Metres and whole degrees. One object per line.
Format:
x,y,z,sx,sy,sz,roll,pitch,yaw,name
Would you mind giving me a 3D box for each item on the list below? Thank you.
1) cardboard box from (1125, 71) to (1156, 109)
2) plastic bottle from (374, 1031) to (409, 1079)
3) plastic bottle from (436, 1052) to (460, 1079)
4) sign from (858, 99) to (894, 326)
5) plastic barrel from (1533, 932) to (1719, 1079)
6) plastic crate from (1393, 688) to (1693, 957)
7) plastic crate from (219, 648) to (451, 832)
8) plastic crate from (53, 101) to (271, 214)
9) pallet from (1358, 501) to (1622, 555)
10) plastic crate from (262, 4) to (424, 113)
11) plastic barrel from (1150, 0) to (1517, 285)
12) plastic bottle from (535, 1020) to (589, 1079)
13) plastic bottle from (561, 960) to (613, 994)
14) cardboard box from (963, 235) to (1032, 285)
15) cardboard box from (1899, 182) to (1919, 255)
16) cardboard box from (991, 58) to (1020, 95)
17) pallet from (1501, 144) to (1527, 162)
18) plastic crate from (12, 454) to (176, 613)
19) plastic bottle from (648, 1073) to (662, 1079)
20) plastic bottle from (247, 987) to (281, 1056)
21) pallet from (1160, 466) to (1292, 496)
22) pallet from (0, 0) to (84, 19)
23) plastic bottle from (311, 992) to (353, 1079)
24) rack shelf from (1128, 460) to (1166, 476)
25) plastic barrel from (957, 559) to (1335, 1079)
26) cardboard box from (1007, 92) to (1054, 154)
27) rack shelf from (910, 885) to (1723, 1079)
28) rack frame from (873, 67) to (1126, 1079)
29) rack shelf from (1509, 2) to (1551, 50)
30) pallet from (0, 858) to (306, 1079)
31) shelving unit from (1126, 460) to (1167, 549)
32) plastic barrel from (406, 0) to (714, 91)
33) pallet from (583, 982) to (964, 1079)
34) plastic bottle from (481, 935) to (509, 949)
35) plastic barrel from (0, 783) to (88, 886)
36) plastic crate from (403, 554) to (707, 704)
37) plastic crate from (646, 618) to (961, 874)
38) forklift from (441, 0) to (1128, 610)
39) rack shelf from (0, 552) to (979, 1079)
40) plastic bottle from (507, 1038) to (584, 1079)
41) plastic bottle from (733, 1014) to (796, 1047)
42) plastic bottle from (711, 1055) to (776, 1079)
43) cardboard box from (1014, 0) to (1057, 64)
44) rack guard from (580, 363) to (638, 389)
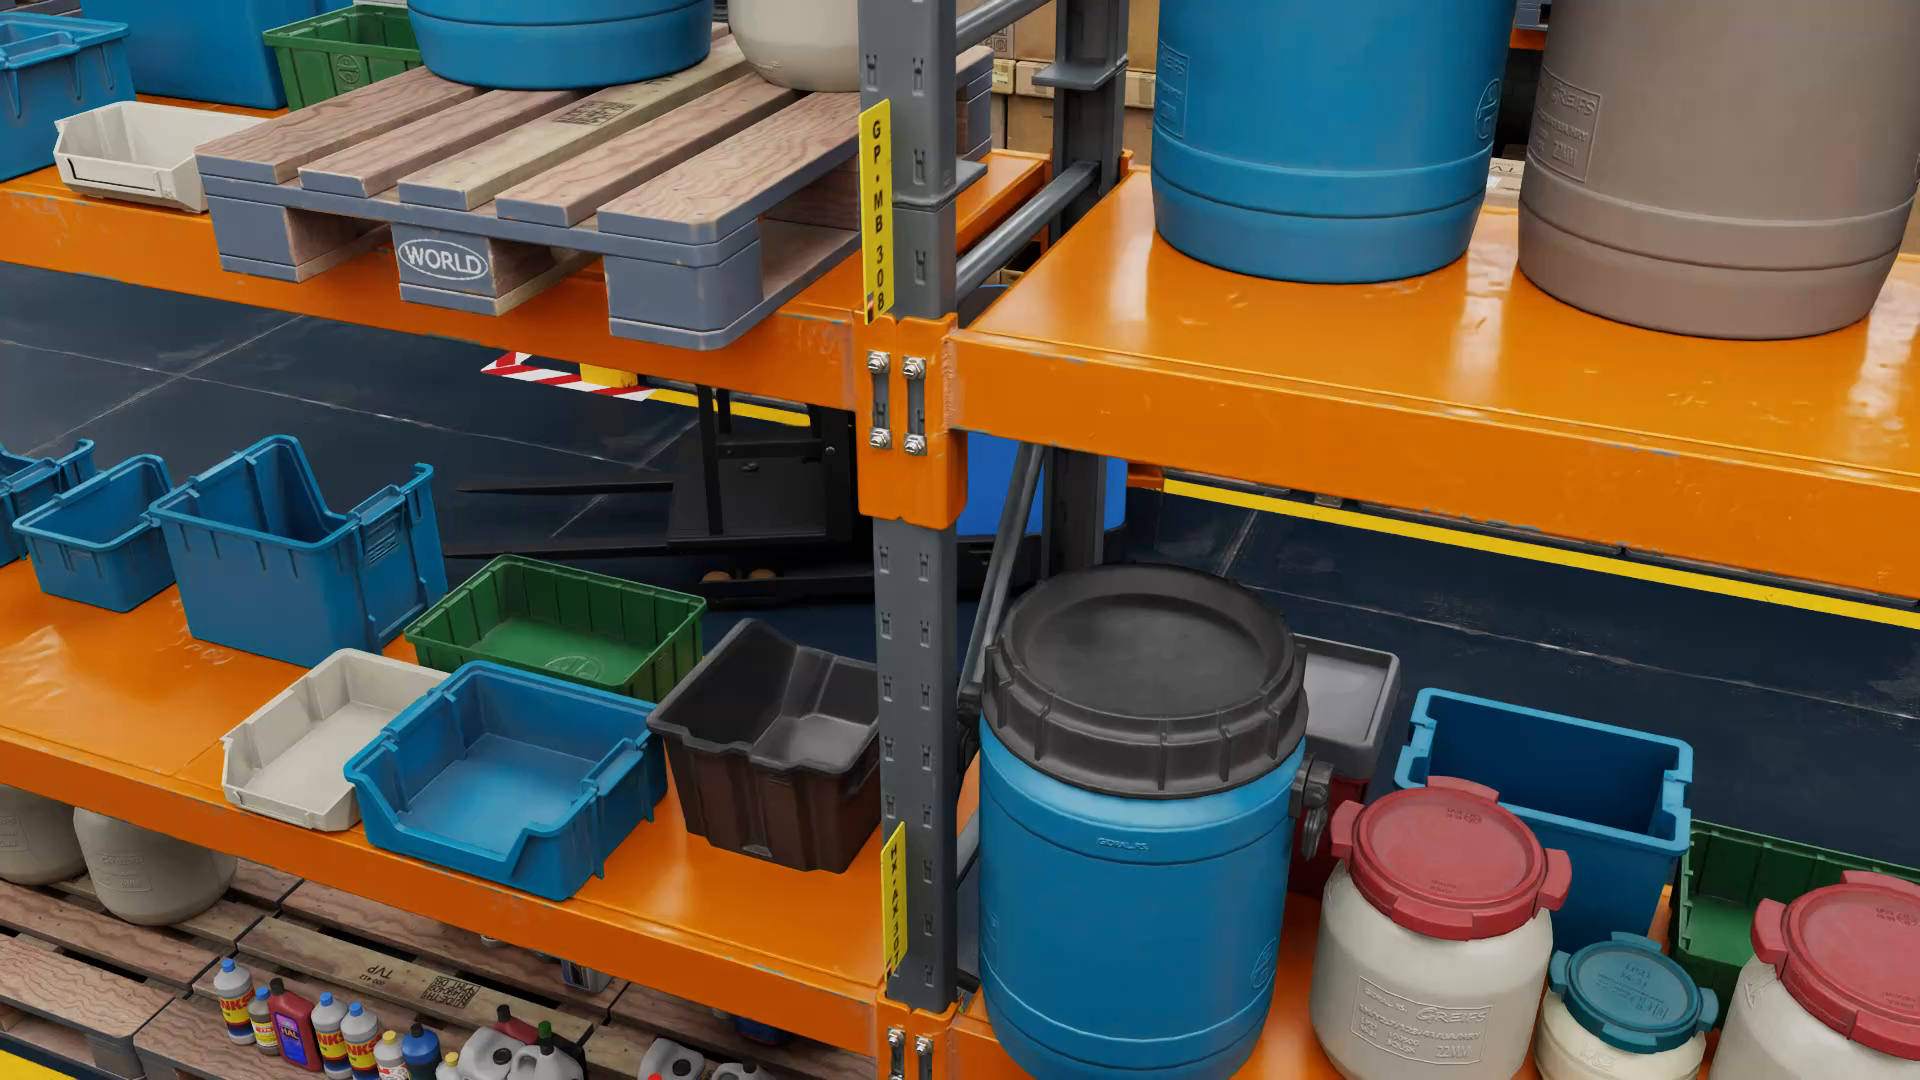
0.909,-2.111,7.675,0.250,0.149,0.380,11,31,19,cardboard box
-1.550,1.432,4.565,0.097,0.201,0.097,0,29,0,plastic bottle
-1.360,1.470,4.497,0.097,0.201,0.097,0,29,0,plastic bottle
-0.126,-0.493,2.517,0.005,0.325,0.100,11,31,19,sign
1.260,0.943,3.174,0.301,0.262,0.301,0,29,0,plastic barrel
1.231,0.637,3.591,0.575,0.384,0.392,11,31,19,plastic crate
-1.508,0.498,4.089,0.437,0.136,0.530,11,31,19,plastic crate
-1.548,-0.736,3.223,0.396,0.136,0.243,11,31,19,plastic crate
2.655,-0.358,8.168,1.213,0.211,1.003,11,31,19,pallet
-1.268,-1.062,3.747,0.450,0.188,0.336,11,31,19,plastic crate
0.644,-0.961,2.844,0.708,0.901,0.600,11,31,19,plastic barrel
-1.076,1.424,4.495,0.133,0.283,0.061,11,31,19,plastic bottle
-1.102,1.182,4.931,0.135,0.276,0.152,11,31,19,plastic bottle
0.053,-1.263,8.542,0.500,0.500,0.500,11,31,19,cardboard box
4.103,-1.297,6.894,0.500,0.500,0.500,10,31,16,cardboard box
0.202,-2.252,7.925,0.250,0.149,0.380,12,32,21,cardboard box
4.538,-2.592,12.122,1.213,0.211,1.003,11,31,19,pallet
-2.439,-0.029,4.903,0.408,0.251,0.499,11,31,19,plastic crate
-0.791,1.506,4.282,0.185,0.351,0.144,10,31,17,plastic bottle
-1.956,1.351,4.708,0.097,0.201,0.097,0,29,0,plastic bottle
1.236,-0.642,8.672,1.213,0.211,1.003,11,31,19,pallet
-2.885,-1.198,3.965,1.213,0.211,1.003,11,31,19,pallet
-1.734,1.365,4.613,0.097,0.271,0.097,0,29,0,plastic bottle
0.834,-0.400,7.561,0.180,0.103,0.258,3,29,-2,rack shelf
0.336,0.559,3.203,0.708,0.901,0.600,11,31,19,plastic barrel
0.589,-2.002,8.142,0.500,0.500,0.700,12,32,20,cardboard box
1.945,1.251,3.220,4.000,0.370,1.077,11,31,19,rack shelf
0.092,0.568,3.697,0.127,3.000,1.000,11,31,19,rack frame
5.670,-3.266,11.211,4.000,0.370,1.077,11,31,19,rack shelf
-2.776,1.187,5.435,1.213,0.211,1.003,11,31,19,pallet
0.845,-0.543,7.480,0.189,1.200,0.258,3,29,-2,shelving unit
-0.790,-1.372,3.145,0.708,0.901,0.600,11,31,19,plastic barrel
-0.515,1.638,4.637,1.213,0.211,1.003,11,31,19,pallet
-1.426,1.139,5.083,0.097,0.201,0.097,0,29,0,plastic bottle
-2.976,0.815,5.361,0.421,0.512,0.421,0,29,0,plastic barrel
-1.060,0.280,4.421,0.662,0.188,0.450,11,31,19,plastic crate
-0.346,0.440,3.986,0.504,0.338,0.767,11,31,19,plastic crate
-0.812,-1.243,6.971,3.031,2.935,1.130,-2,30,-4,forklift
-1.762,0.511,4.529,4.000,0.370,1.077,11,31,19,rack shelf
-1.091,1.446,4.388,0.185,0.351,0.144,11,31,19,plastic bottle
-0.555,1.257,4.723,0.185,0.351,0.144,11,31,19,plastic bottle
-0.559,1.476,4.335,0.185,0.351,0.144,11,31,19,plastic bottle
0.611,-2.563,7.817,0.500,0.500,0.700,11,31,19,cardboard box
-1.771,-1.346,9.624,0.348,0.500,1.175,11,31,19,rack guard
